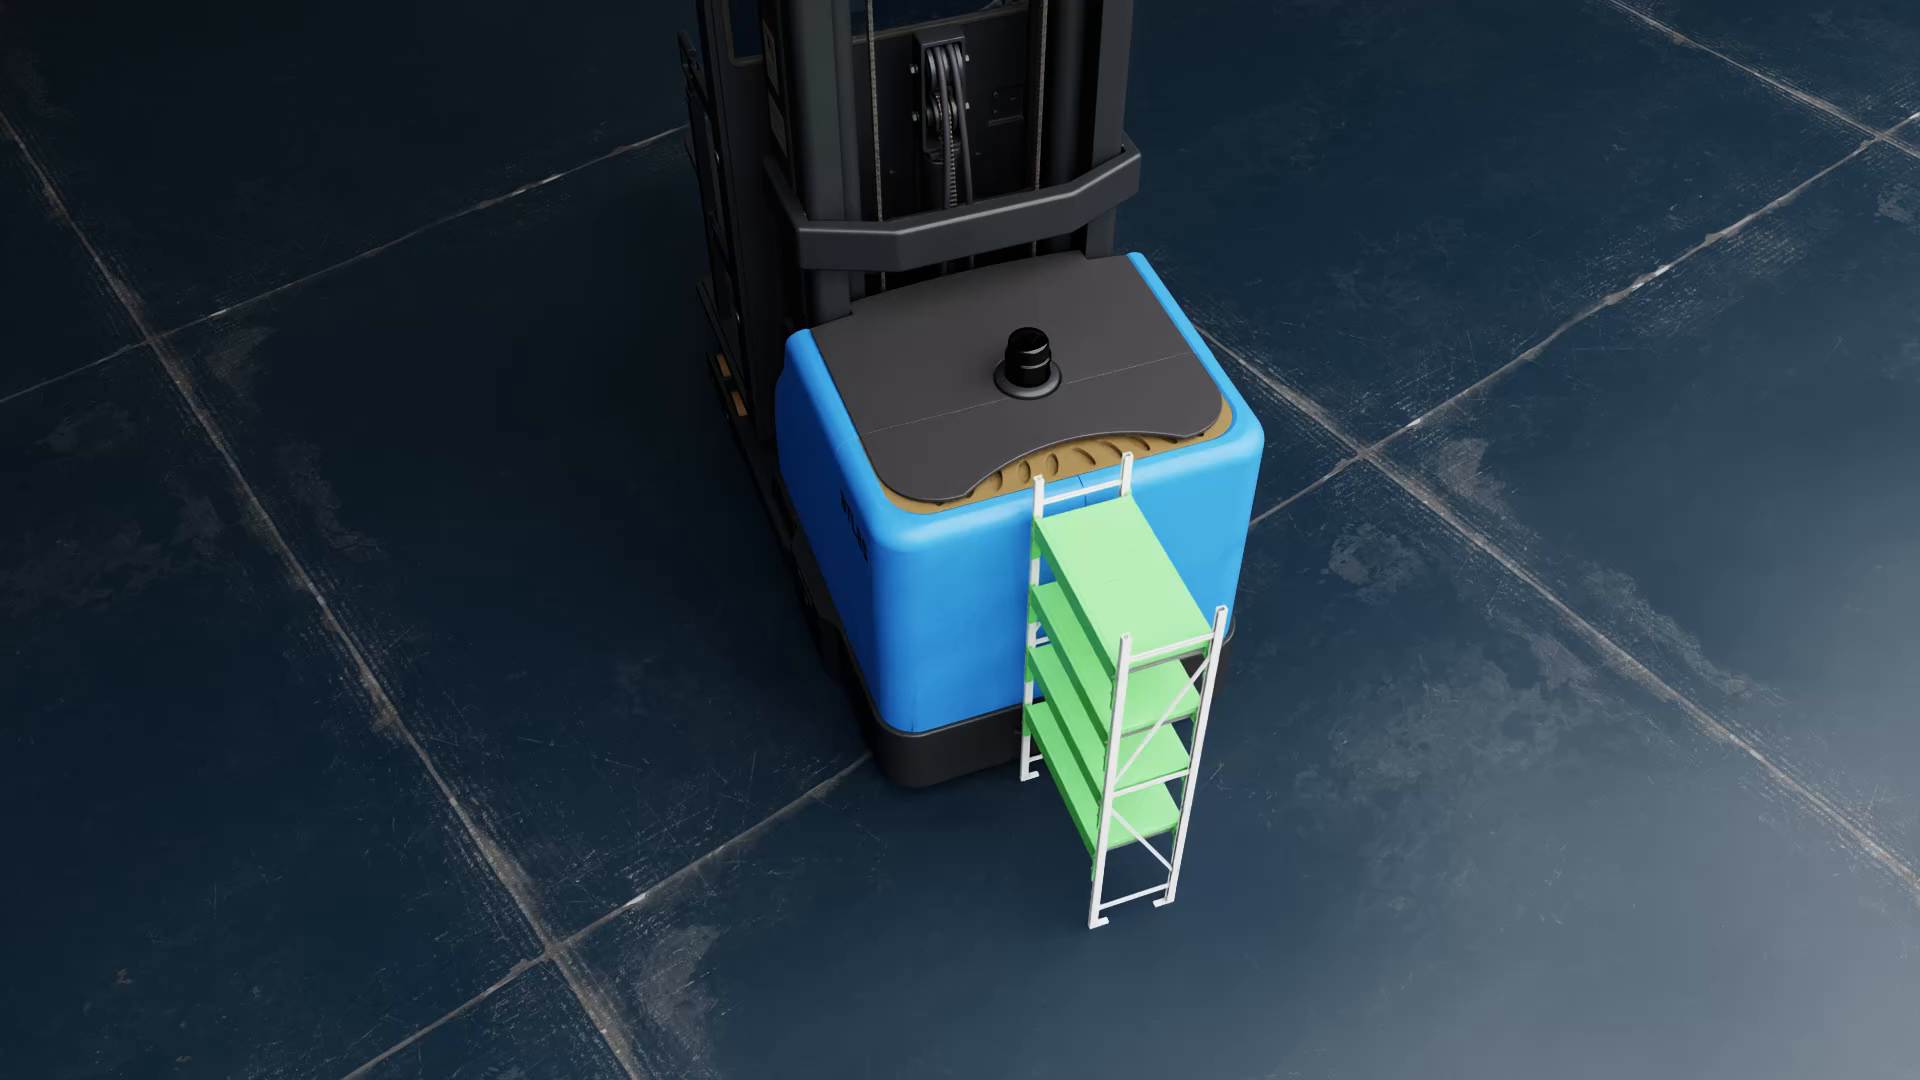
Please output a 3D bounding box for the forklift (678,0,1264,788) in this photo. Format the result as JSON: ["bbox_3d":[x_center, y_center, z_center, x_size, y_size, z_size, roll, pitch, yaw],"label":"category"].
[{"bbox_3d":[-0.216,-1.423,4.562,1.130,2.935,3.031,-15,50,-13],"label":"forklift"}]

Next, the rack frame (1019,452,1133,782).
[{"bbox_3d":[0.281,0.235,4.227,0.240,1.200,0.015,-15,50,-13],"label":"rack frame"}]

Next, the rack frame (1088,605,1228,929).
[{"bbox_3d":[0.448,0.575,3.919,0.240,1.200,0.015,-15,50,-13],"label":"rack frame"}]

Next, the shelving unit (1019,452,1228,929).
[{"bbox_3d":[0.365,0.405,4.073,0.258,1.200,0.503,-15,50,-13],"label":"shelving unit"}]

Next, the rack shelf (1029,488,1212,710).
[{"bbox_3d":[0.365,0.126,3.764,0.258,0.148,0.480,-15,50,-13],"label":"rack shelf"}]

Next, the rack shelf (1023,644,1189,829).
[{"bbox_3d":[0.365,0.448,4.120,0.258,0.148,0.480,-15,50,-13],"label":"rack shelf"}]

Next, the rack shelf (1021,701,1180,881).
[{"bbox_3d":[0.365,0.609,4.298,0.258,0.148,0.480,-15,50,-13],"label":"rack shelf"}]

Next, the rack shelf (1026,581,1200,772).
[{"bbox_3d":[0.365,0.287,3.942,0.258,0.148,0.480,-15,50,-13],"label":"rack shelf"}]
